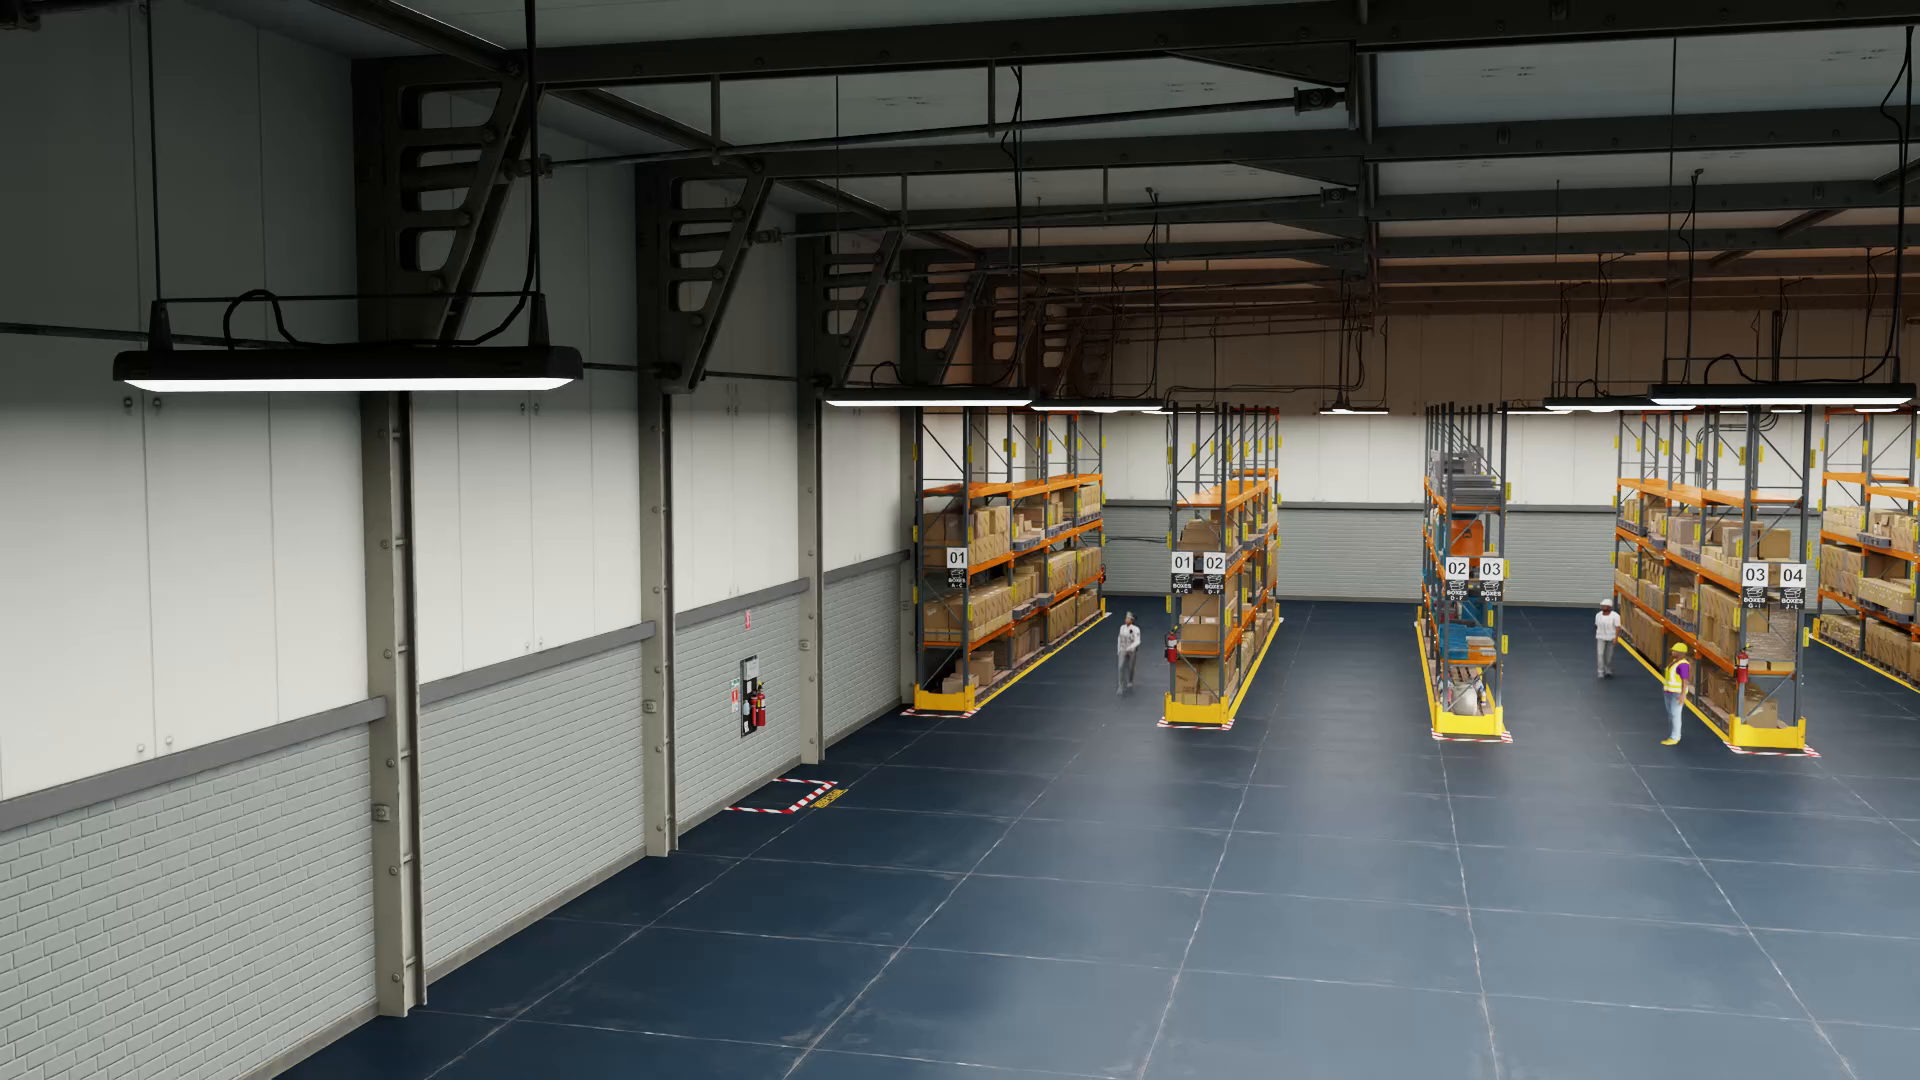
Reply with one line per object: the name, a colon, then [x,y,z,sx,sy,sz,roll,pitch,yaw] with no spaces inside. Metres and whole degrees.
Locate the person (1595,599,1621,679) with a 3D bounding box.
person: [14.188,2.158,36.431,0.519,1.714,1.050,1,4,19]

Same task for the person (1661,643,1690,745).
person: [12.509,2.688,29.199,0.602,1.760,0.586,-1,4,-18]

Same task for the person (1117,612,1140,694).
person: [3.522,2.340,34.772,0.509,1.674,0.958,1,4,15]
